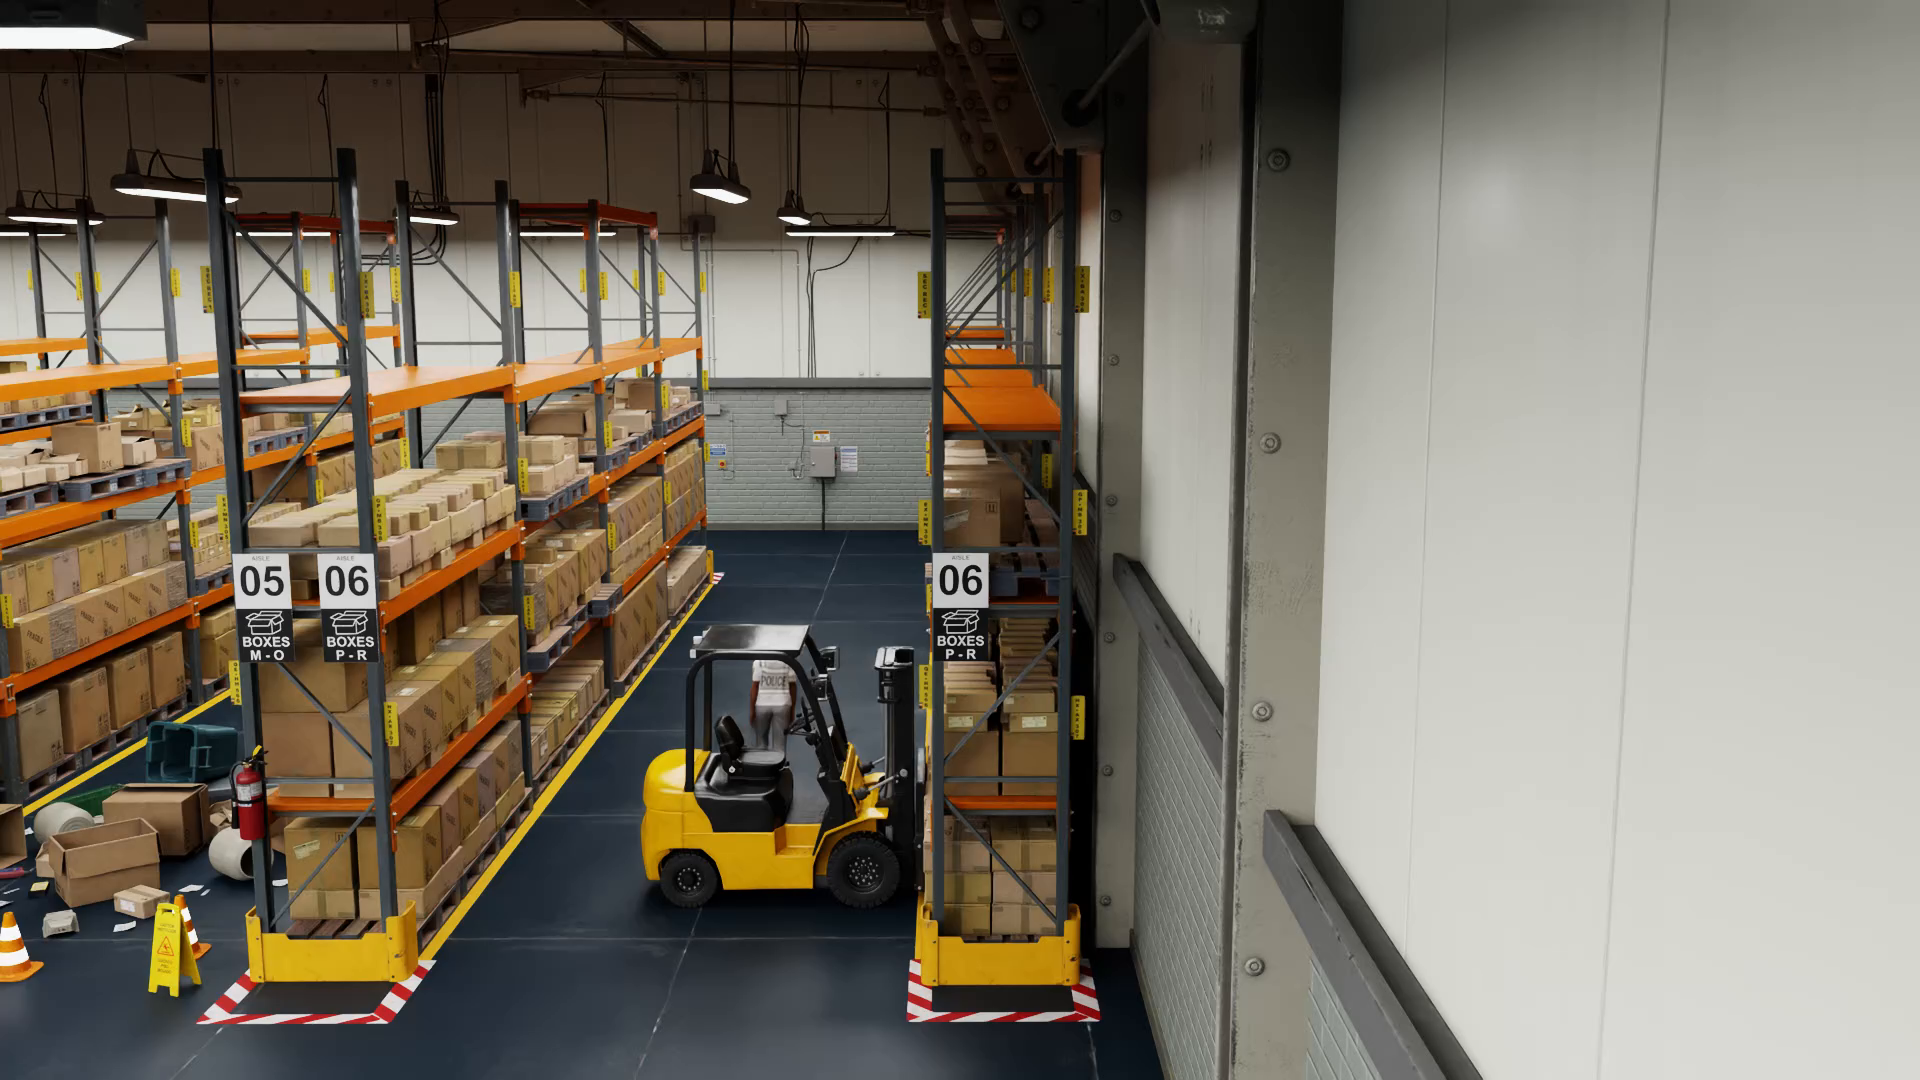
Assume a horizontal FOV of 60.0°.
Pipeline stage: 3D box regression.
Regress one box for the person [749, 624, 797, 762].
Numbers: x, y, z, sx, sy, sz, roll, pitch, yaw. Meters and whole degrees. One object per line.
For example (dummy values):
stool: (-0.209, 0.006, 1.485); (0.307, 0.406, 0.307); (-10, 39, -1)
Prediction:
person: (-1.857, 1.730, 16.641); (0.466, 1.708, 0.612); (-2, 9, -10)
